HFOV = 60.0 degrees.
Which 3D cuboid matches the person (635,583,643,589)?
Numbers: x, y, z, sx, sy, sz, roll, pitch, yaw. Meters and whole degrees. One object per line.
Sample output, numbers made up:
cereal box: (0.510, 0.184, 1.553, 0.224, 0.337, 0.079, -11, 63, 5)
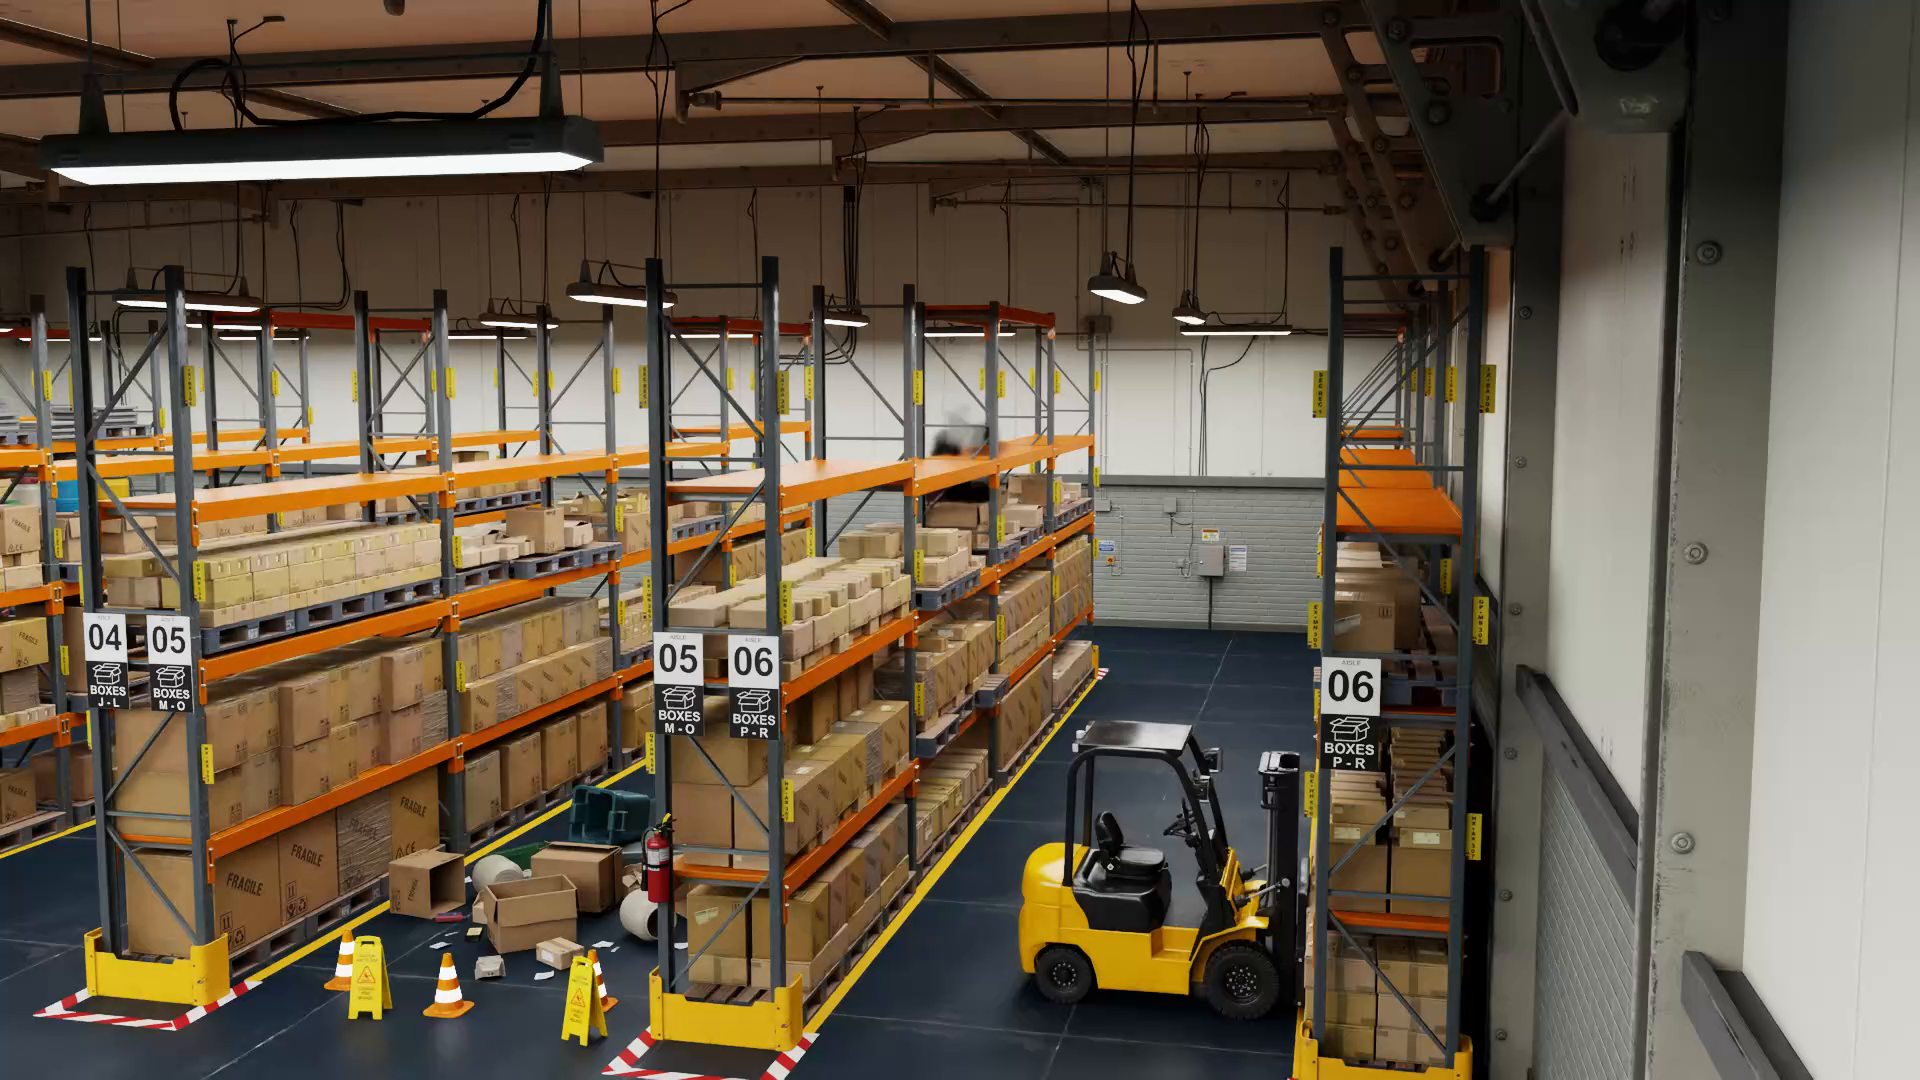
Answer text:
person: (-5.302, 1.549, 27.743, 0.598, 1.671, 0.905, 1, 6, 14)
